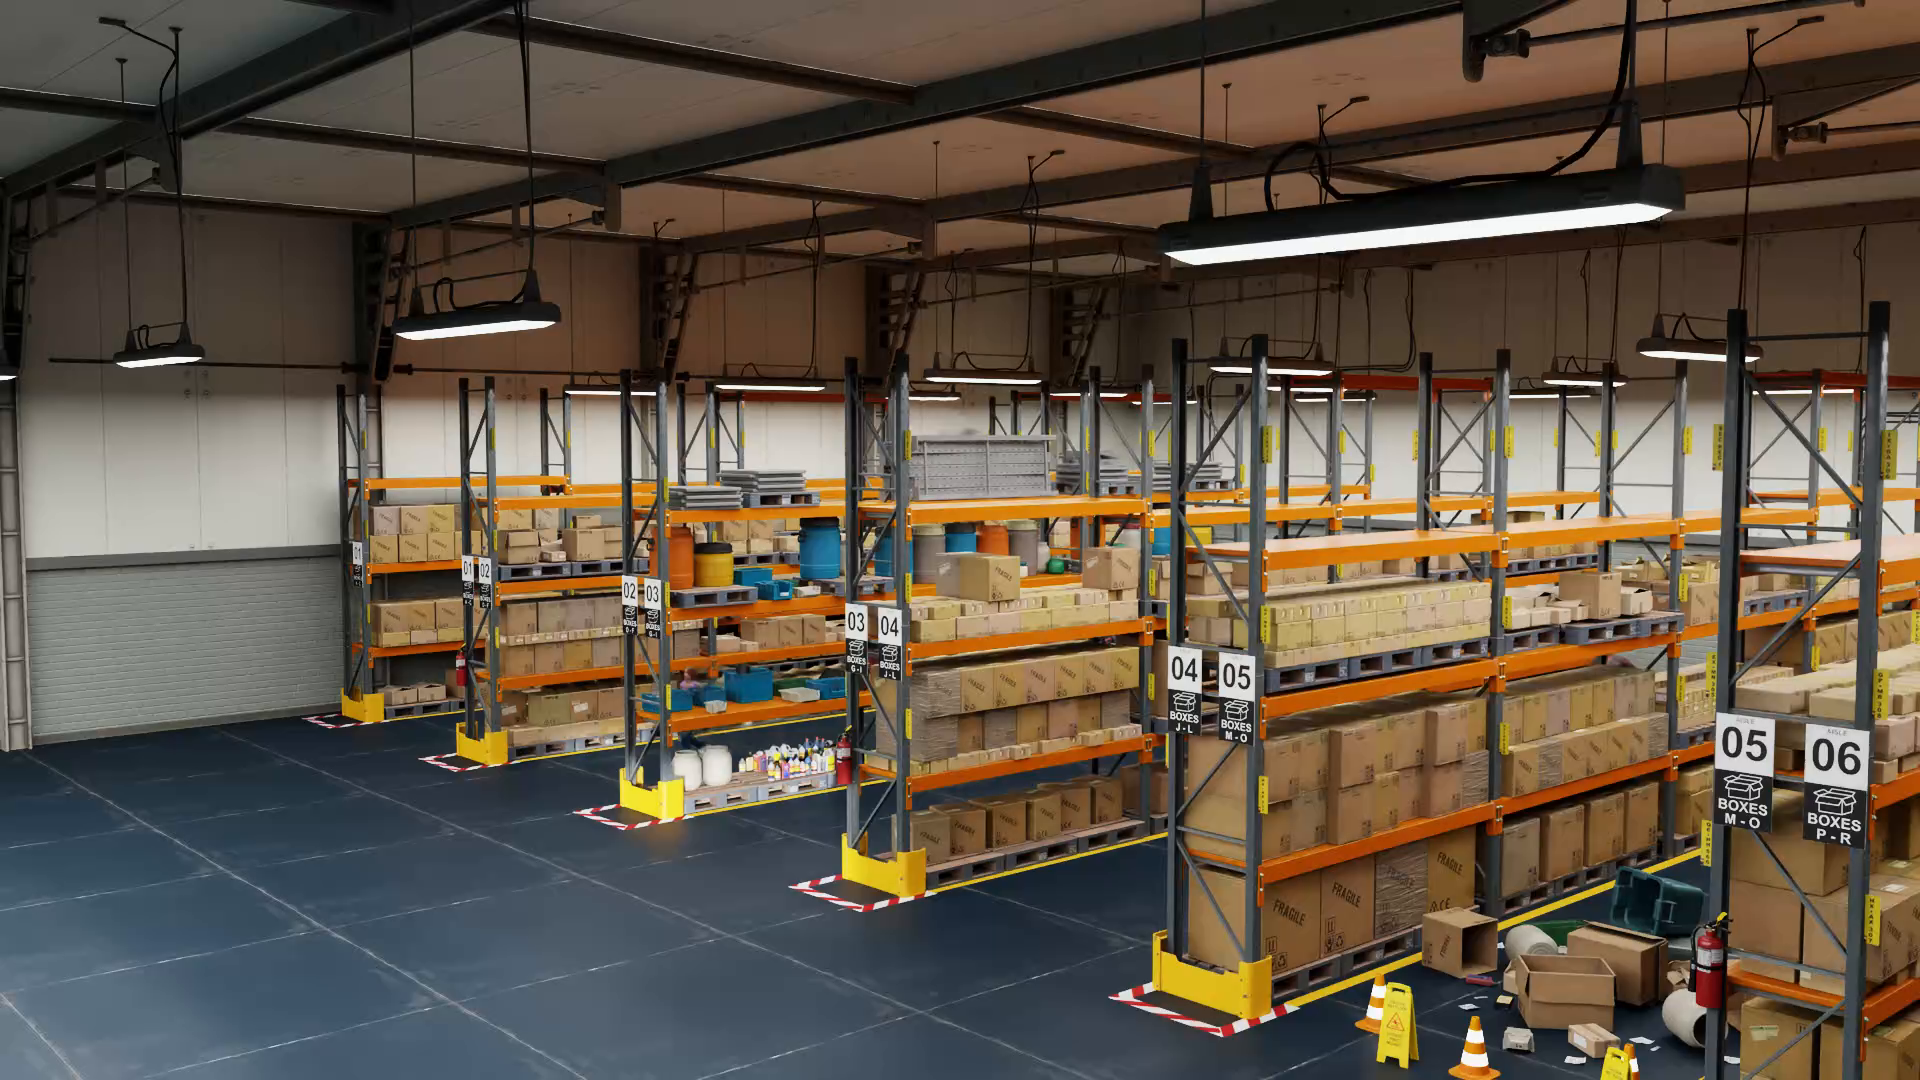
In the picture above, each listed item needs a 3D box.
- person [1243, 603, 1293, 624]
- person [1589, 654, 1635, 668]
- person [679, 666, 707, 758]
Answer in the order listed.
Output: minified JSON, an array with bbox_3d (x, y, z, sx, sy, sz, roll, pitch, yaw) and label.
[{"bbox_3d":[10.993,2.156,18.398,8.690,3.602,16.073,3,5,40],"label":"person"},{"bbox_3d":[10.427,2.628,26.735,0.906,1.638,0.668,-4,5,-44],"label":"person"},{"bbox_3d":[-4.111,2.707,25.405,0.552,1.571,0.819,2,4,33],"label":"person"}]
